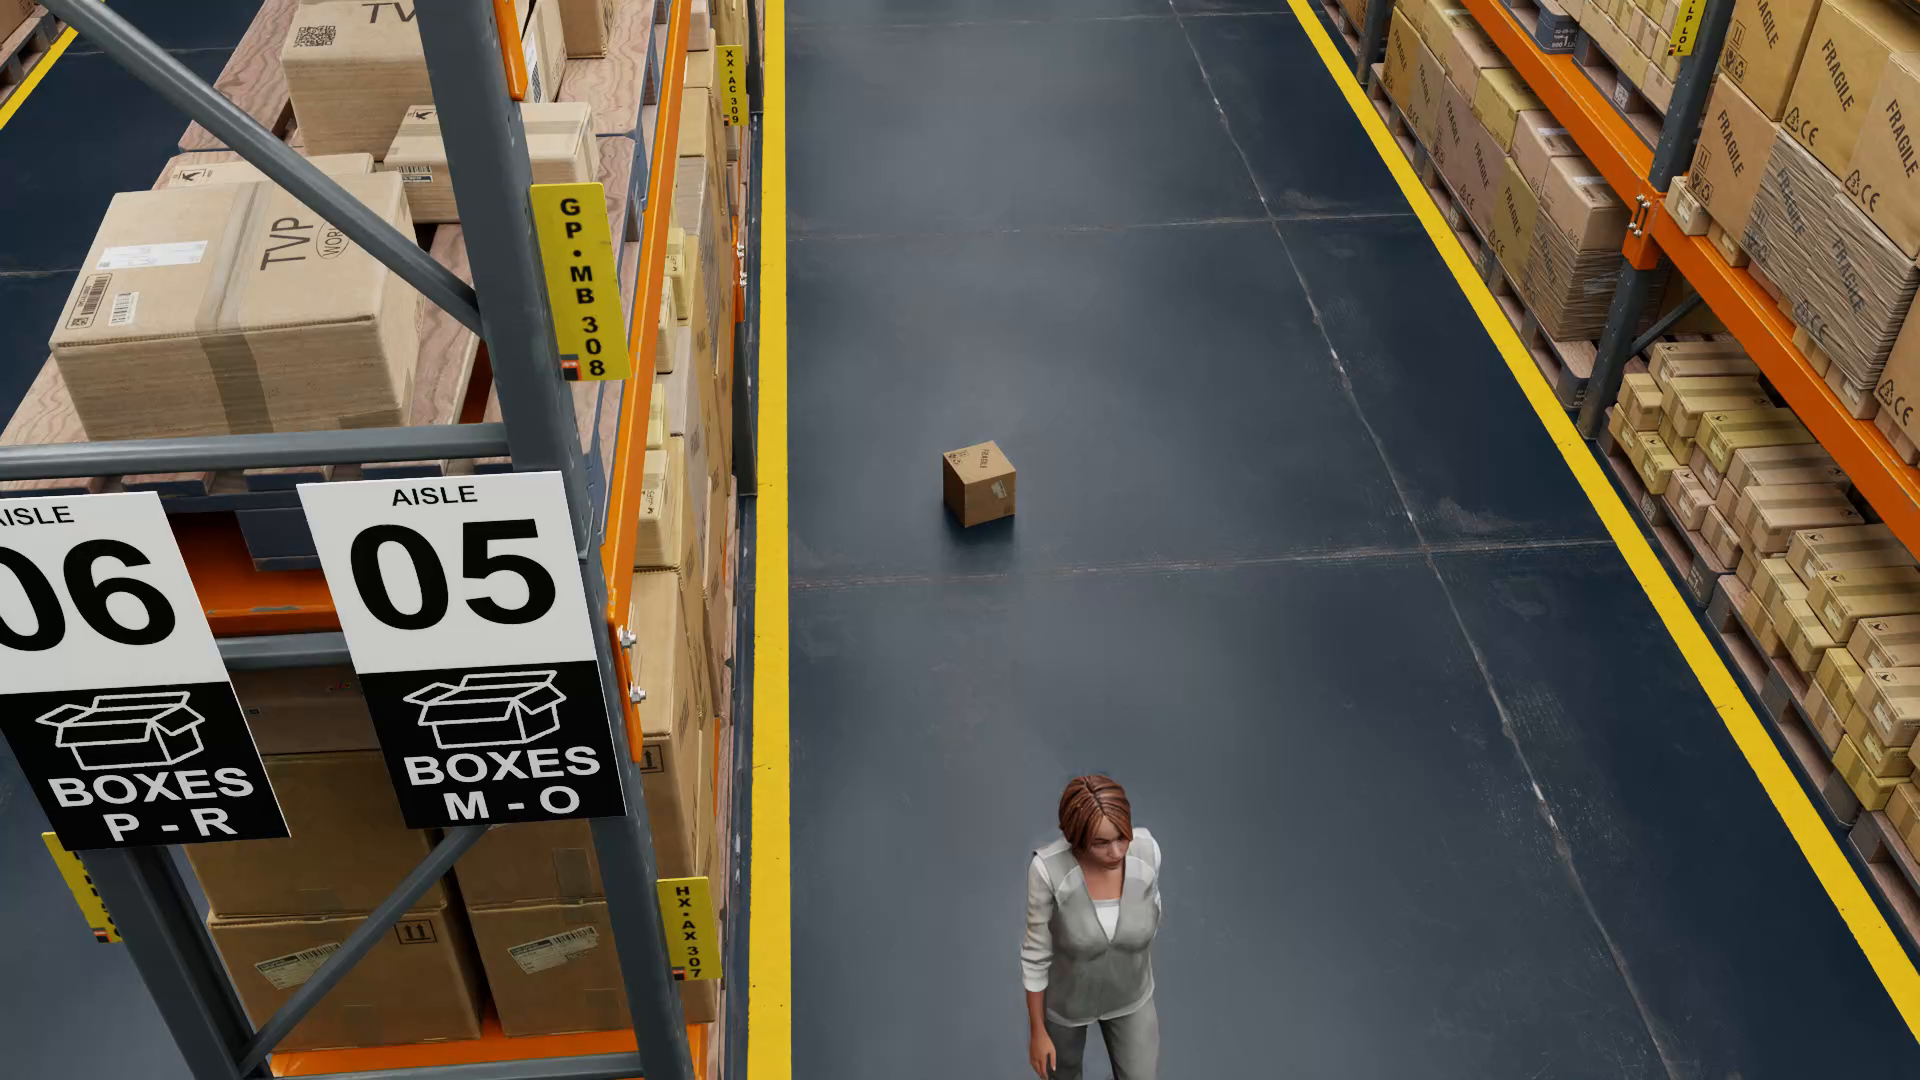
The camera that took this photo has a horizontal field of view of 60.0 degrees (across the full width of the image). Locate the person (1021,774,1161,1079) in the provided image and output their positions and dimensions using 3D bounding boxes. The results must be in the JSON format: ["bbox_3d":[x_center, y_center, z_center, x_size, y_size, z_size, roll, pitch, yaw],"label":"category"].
[{"bbox_3d":[0.363,1.278,4.629,0.415,1.640,0.485,-5,40,-6],"label":"person"}]
